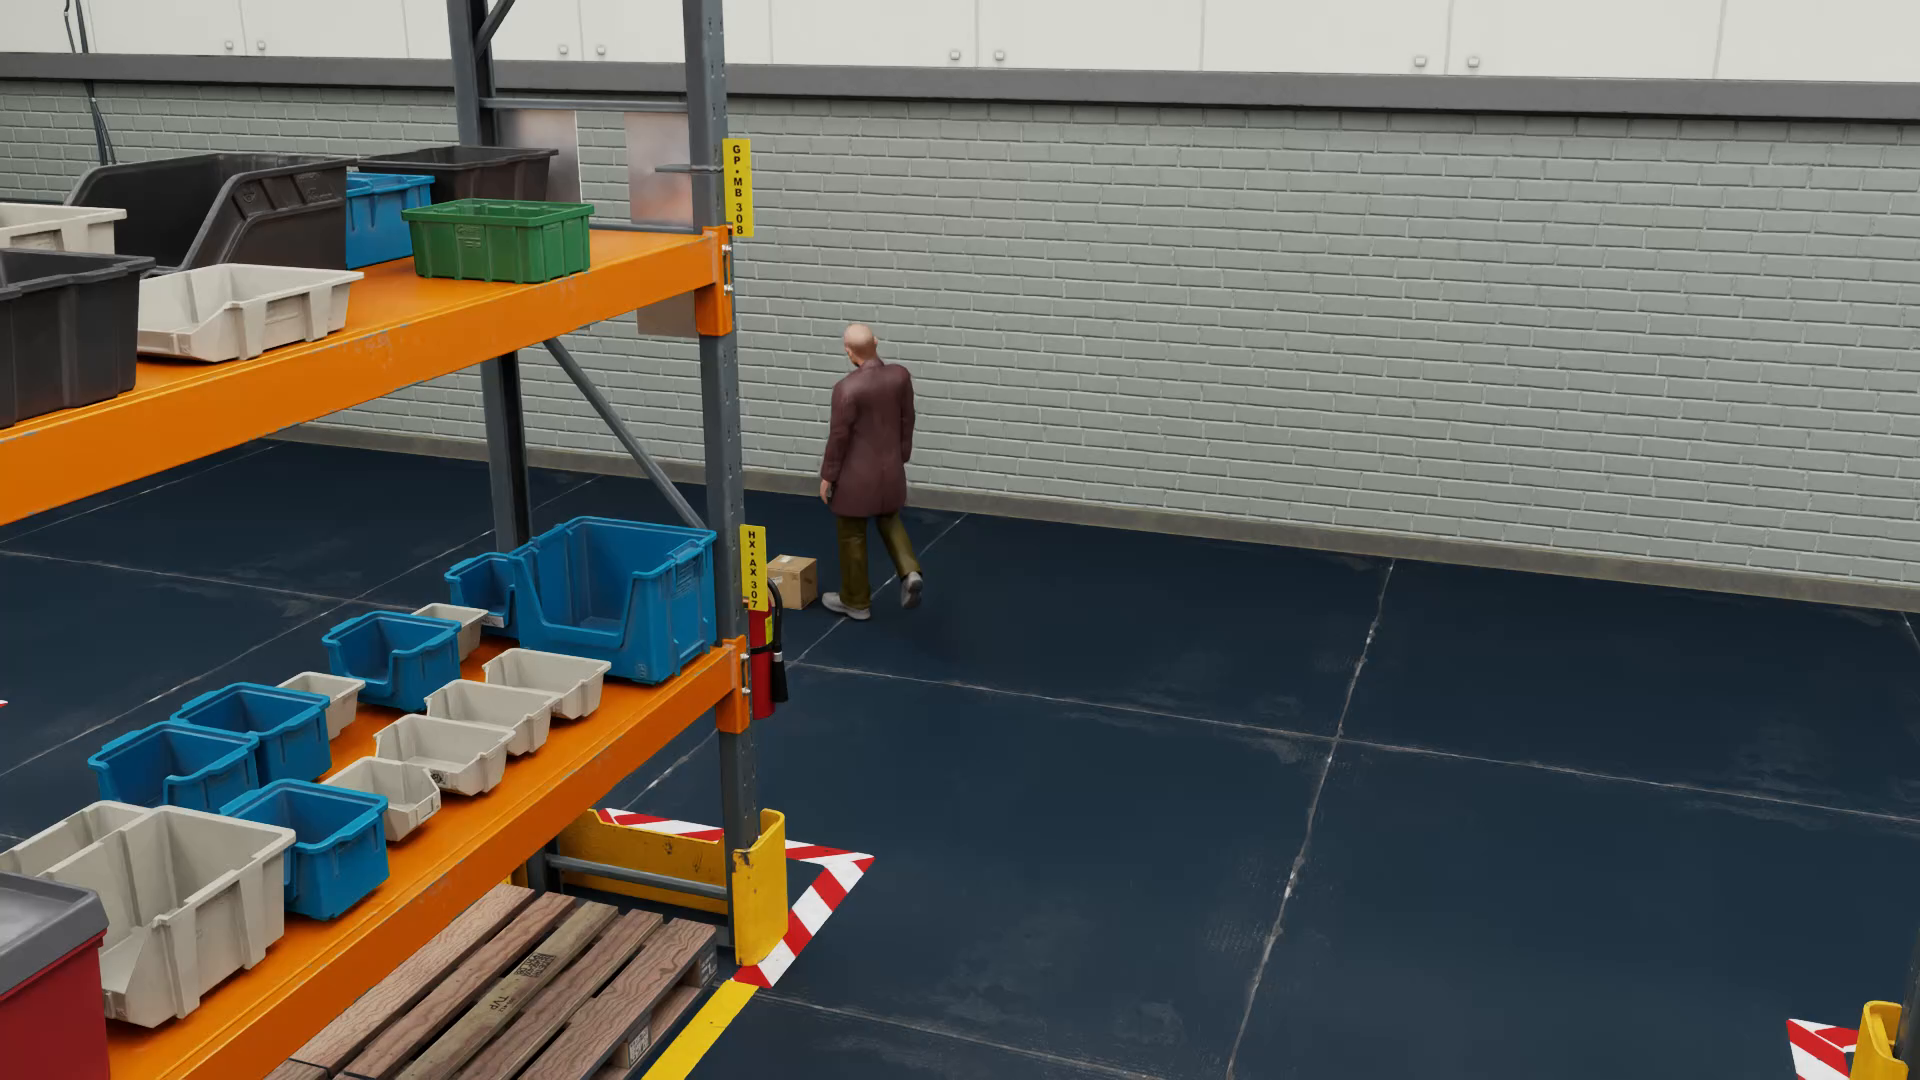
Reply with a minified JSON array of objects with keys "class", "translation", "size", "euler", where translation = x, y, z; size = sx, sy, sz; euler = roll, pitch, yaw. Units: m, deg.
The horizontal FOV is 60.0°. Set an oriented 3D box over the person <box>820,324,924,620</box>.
[{"class":"person","translation":[-0.520,-0.387,9.702],"size":[0.611,1.768,0.658],"euler":[-15,23,-37]}]
